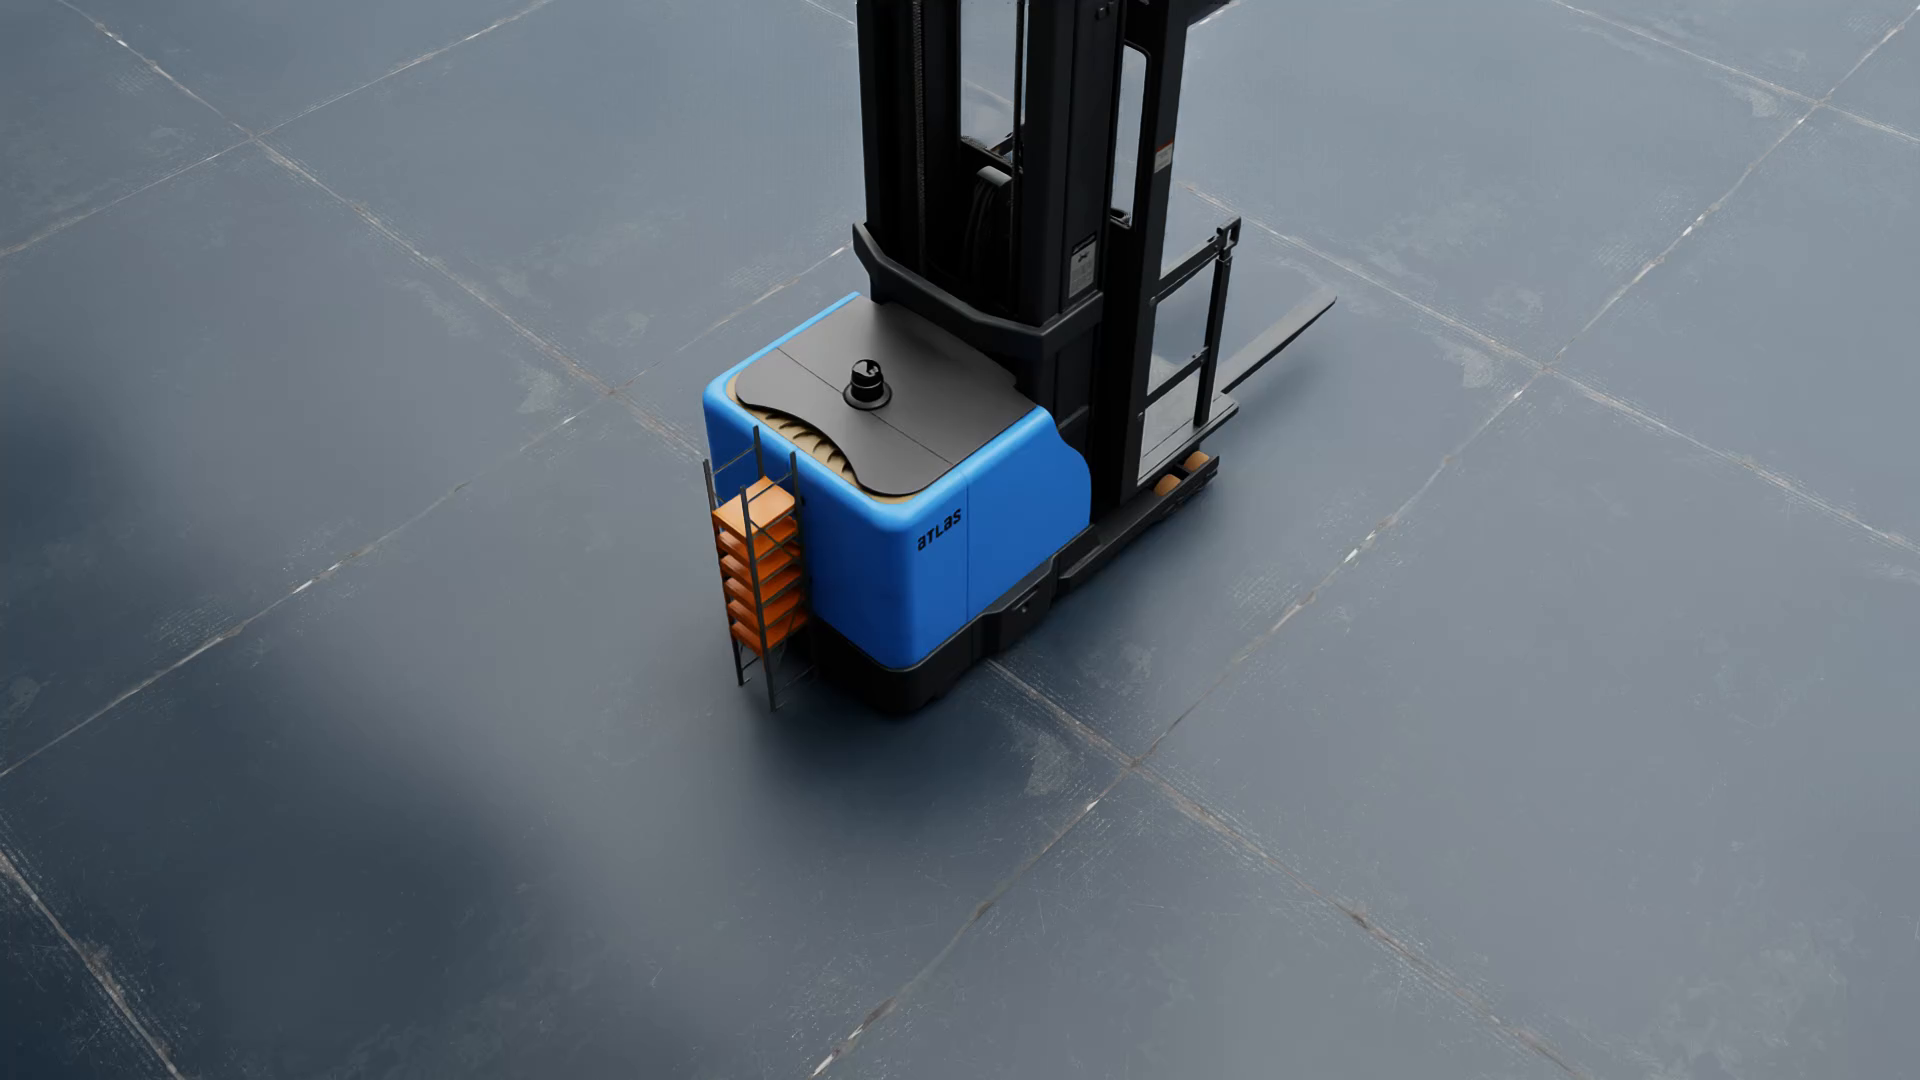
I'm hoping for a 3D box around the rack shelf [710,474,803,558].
[{"bbox_3d":[-0.693,-0.083,5.680,0.180,0.103,0.258,35,56,28],"label":"rack shelf"}]

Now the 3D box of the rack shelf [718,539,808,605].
[{"bbox_3d":[-0.692,0.081,5.855,0.180,0.103,0.258,35,56,28],"label":"rack shelf"}]

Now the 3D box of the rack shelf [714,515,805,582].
[{"bbox_3d":[-0.693,-0.001,5.768,0.180,0.103,0.258,35,56,28],"label":"rack shelf"}]

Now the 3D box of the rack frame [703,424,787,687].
[{"bbox_3d":[-0.758,0.086,5.954,0.006,1.200,0.240,35,56,28],"label":"rack frame"}]

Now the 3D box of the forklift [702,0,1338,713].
[{"bbox_3d":[0.446,-1.345,6.111,1.130,2.935,3.031,35,56,28],"label":"forklift"}]

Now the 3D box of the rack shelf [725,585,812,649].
[{"bbox_3d":[-0.692,0.244,6.031,0.180,0.103,0.258,35,56,28],"label":"rack shelf"}]

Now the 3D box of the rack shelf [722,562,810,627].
[{"bbox_3d":[-0.692,0.162,5.943,0.180,0.103,0.258,35,56,28],"label":"rack shelf"}]

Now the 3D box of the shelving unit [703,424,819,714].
[{"bbox_3d":[-0.692,0.132,5.911,0.189,1.200,0.258,35,56,28],"label":"shelving unit"}]

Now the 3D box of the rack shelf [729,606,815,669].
[{"bbox_3d":[-0.691,0.326,6.119,0.180,0.103,0.258,35,56,28],"label":"rack shelf"}]

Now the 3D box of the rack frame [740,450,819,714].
[{"bbox_3d":[-0.626,0.178,5.867,0.006,1.200,0.240,35,56,28],"label":"rack frame"}]
